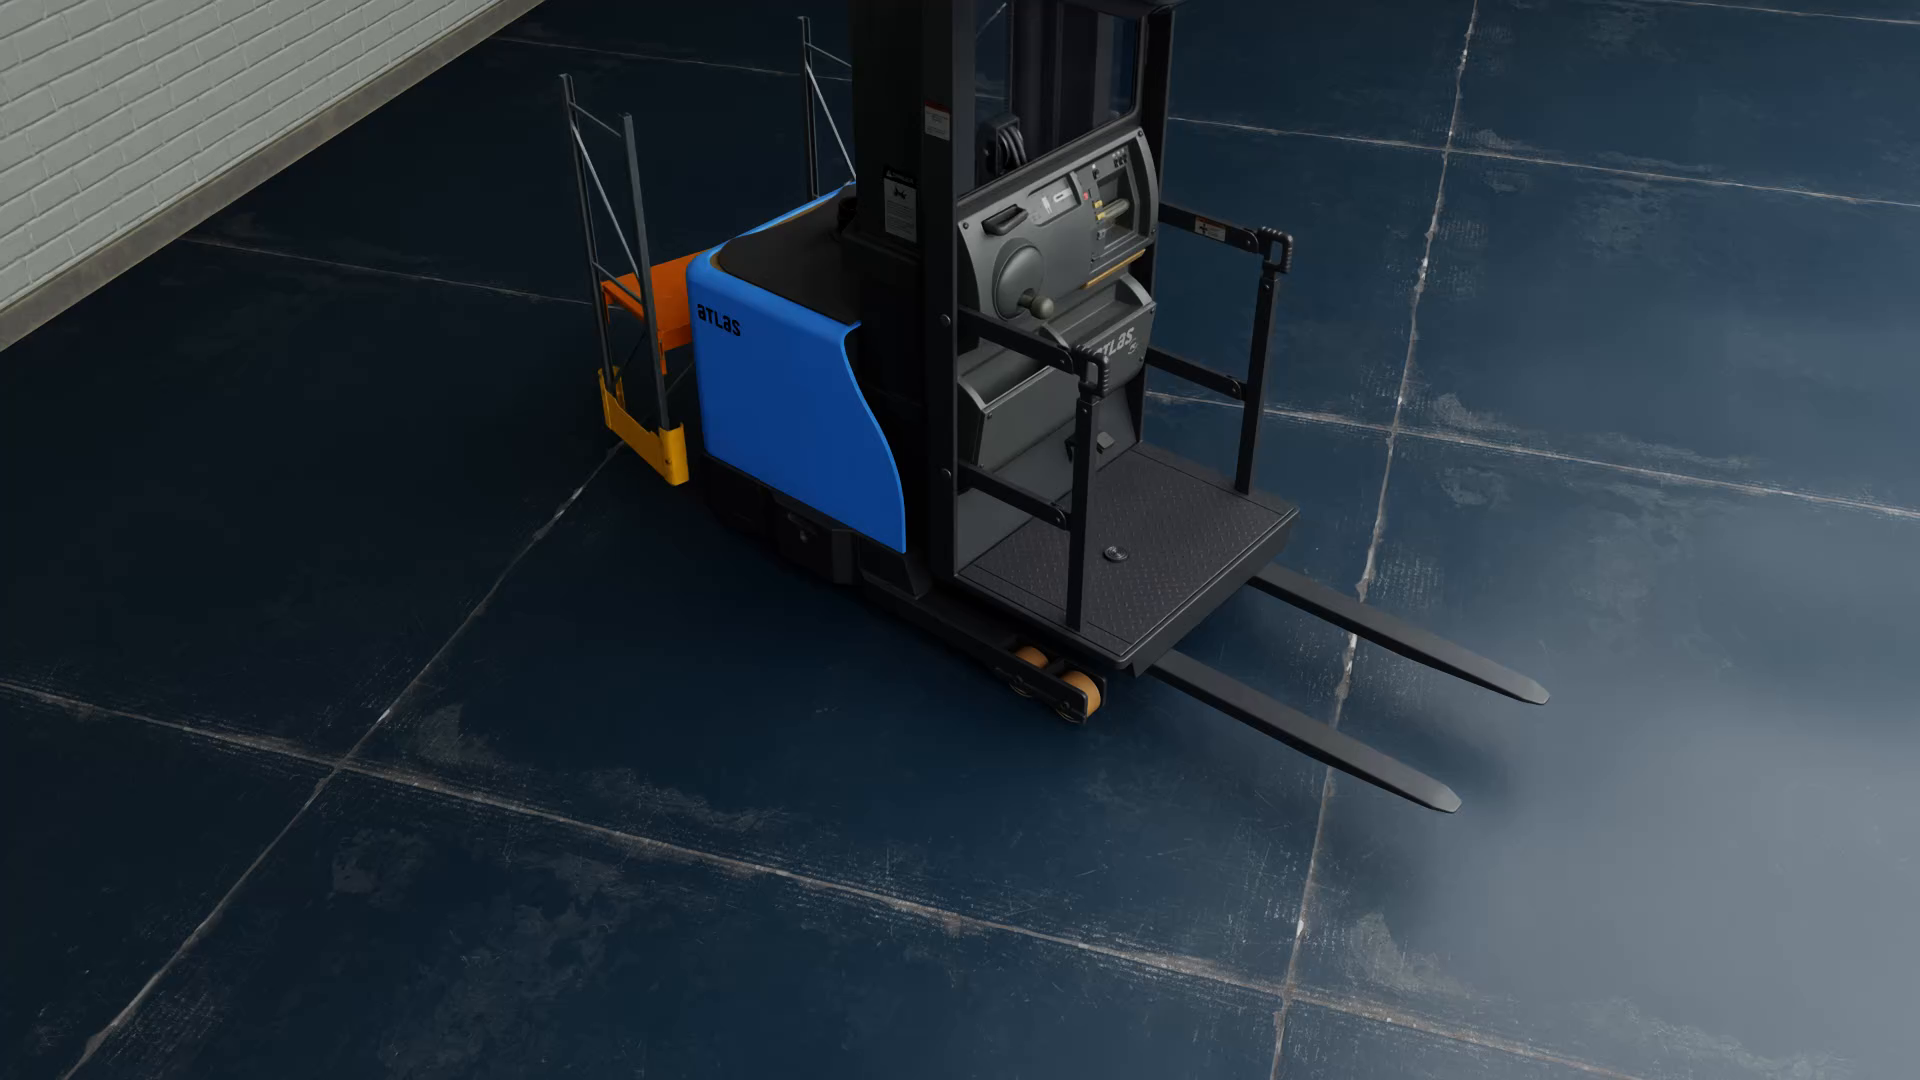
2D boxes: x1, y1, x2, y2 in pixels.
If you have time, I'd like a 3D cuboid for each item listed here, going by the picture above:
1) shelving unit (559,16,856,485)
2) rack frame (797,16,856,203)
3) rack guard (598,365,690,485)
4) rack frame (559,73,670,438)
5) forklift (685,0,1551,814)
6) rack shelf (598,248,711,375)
[{"bbox_3d":[-0.873,-1.146,6.541,1.083,1.500,0.587,-24,43,-29],"label":"shelving unit"},{"bbox_3d":[-0.475,-1.324,6.784,0.032,1.500,0.500,-24,43,-29],"label":"rack frame"},{"bbox_3d":[-1.271,-0.464,6.670,0.087,0.250,0.587,-24,43,-29],"label":"rack guard"},{"bbox_3d":[-1.286,-0.961,6.290,0.032,1.500,0.500,-24,43,-29],"label":"rack frame"},{"bbox_3d":[0.482,-0.941,5.055,3.031,2.935,1.130,26,44,31],"label":"forklift"},{"bbox_3d":[-0.881,-0.997,6.643,1.000,0.185,0.538,-24,43,-29],"label":"rack shelf"}]
